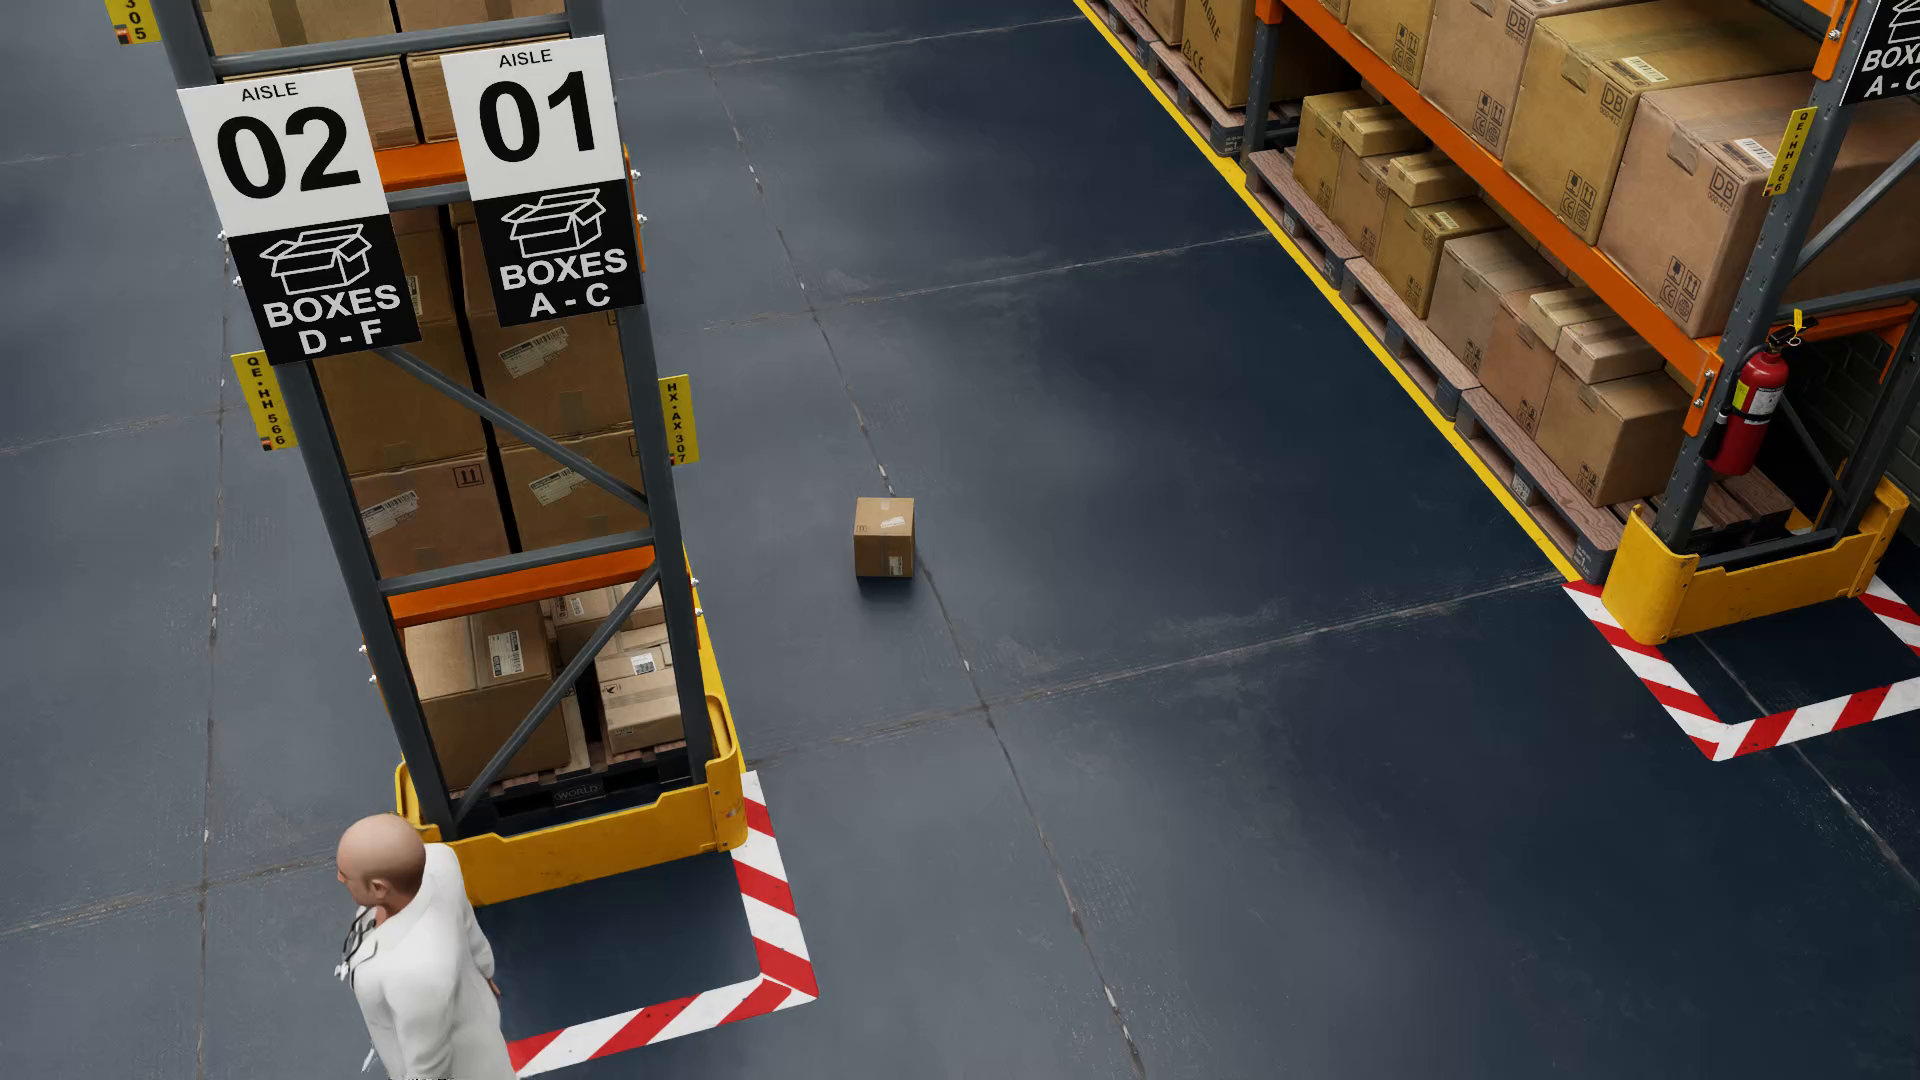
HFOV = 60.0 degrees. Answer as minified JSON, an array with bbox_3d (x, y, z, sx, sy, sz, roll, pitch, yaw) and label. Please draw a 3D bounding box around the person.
[{"bbox_3d":[-1.380,1.396,4.596,0.941,1.749,0.628,-10,43,-11],"label":"person"}]
